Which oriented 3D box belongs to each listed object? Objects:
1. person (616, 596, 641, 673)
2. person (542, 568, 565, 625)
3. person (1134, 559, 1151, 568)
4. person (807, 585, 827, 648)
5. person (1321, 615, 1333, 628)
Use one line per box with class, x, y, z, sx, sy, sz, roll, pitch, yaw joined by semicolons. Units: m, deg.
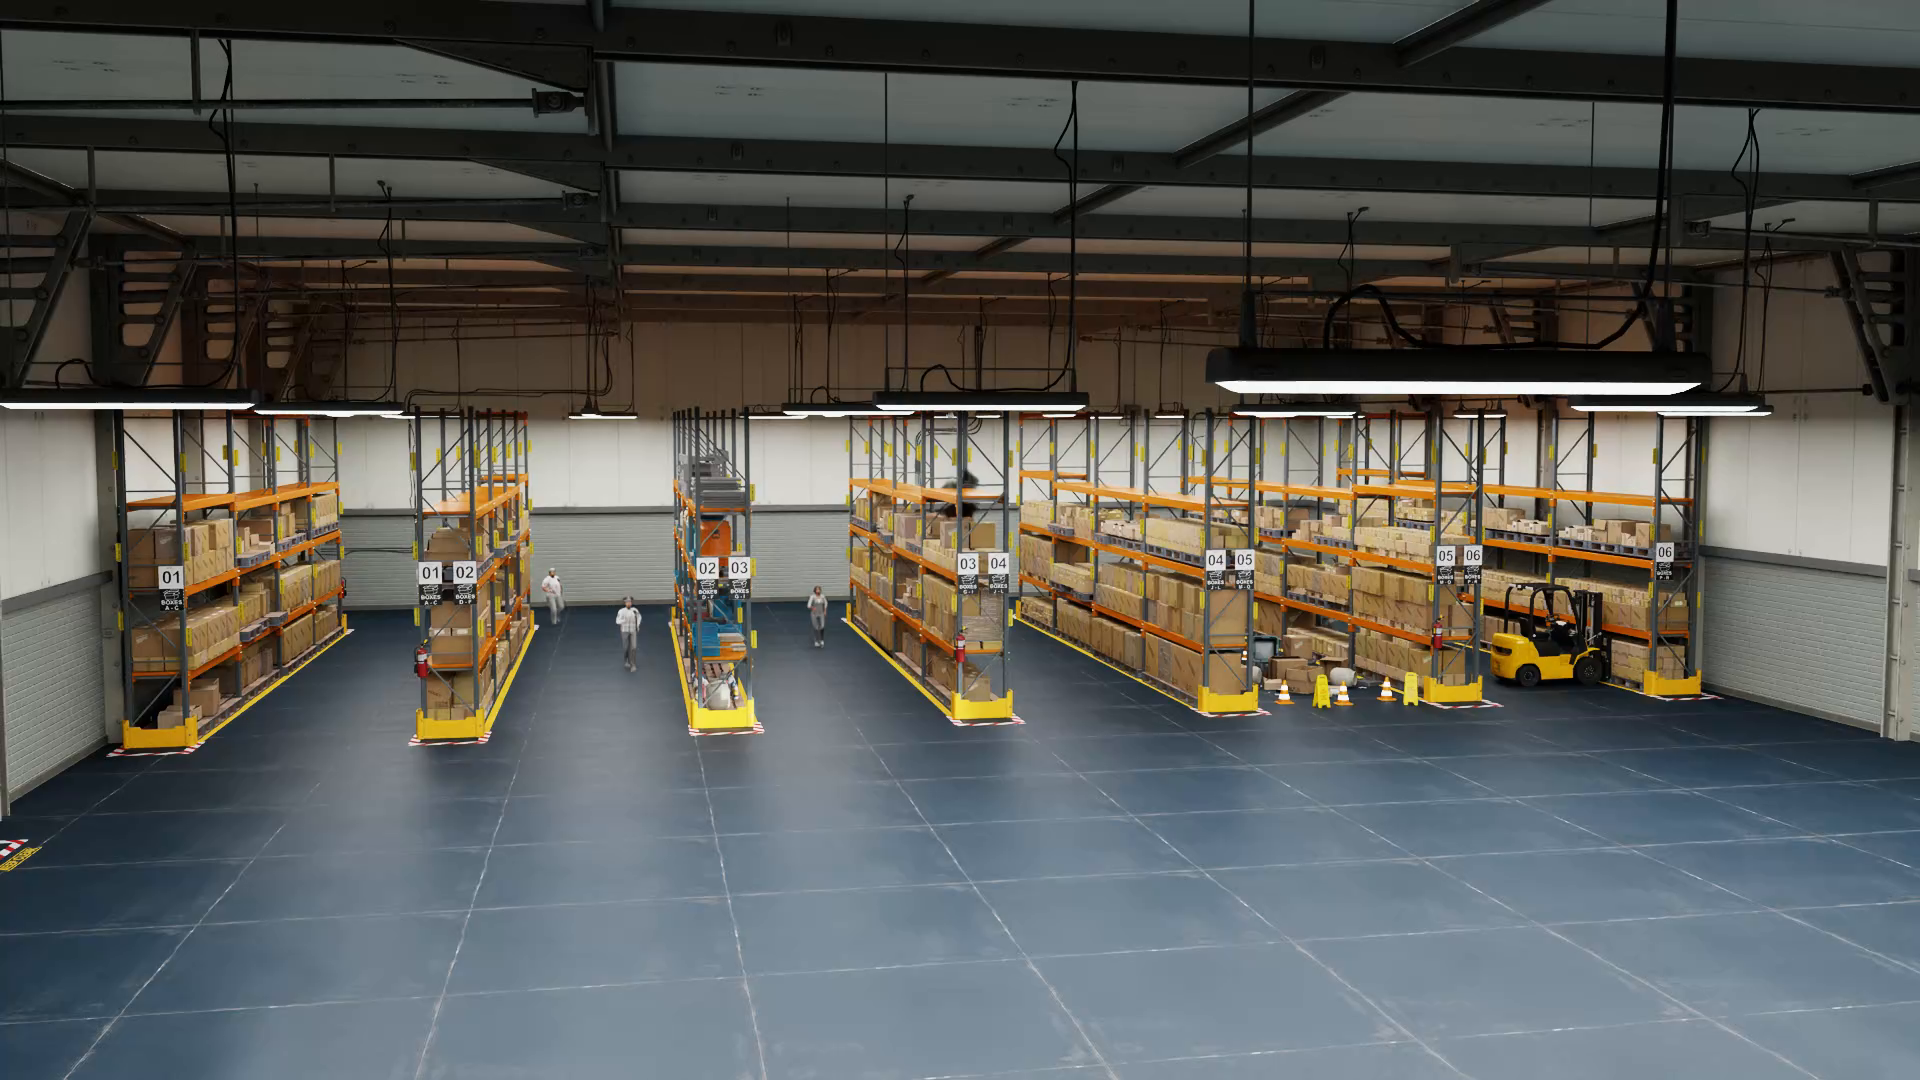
person;-7.612;2.148;38.267;0.596;1.740;0.720;-1;4;-16
person;-11.425;1.589;46.790;0.638;1.625;0.481;-4;6;-44
person;5.522;1.157;51.463;0.979;1.781;0.656;-3;5;-32
person;-3.594;1.940;42.075;0.538;1.591;0.641;-1;4;-13
person;10.042;1.534;45.905;0.679;1.781;0.992;-2;4;-22
